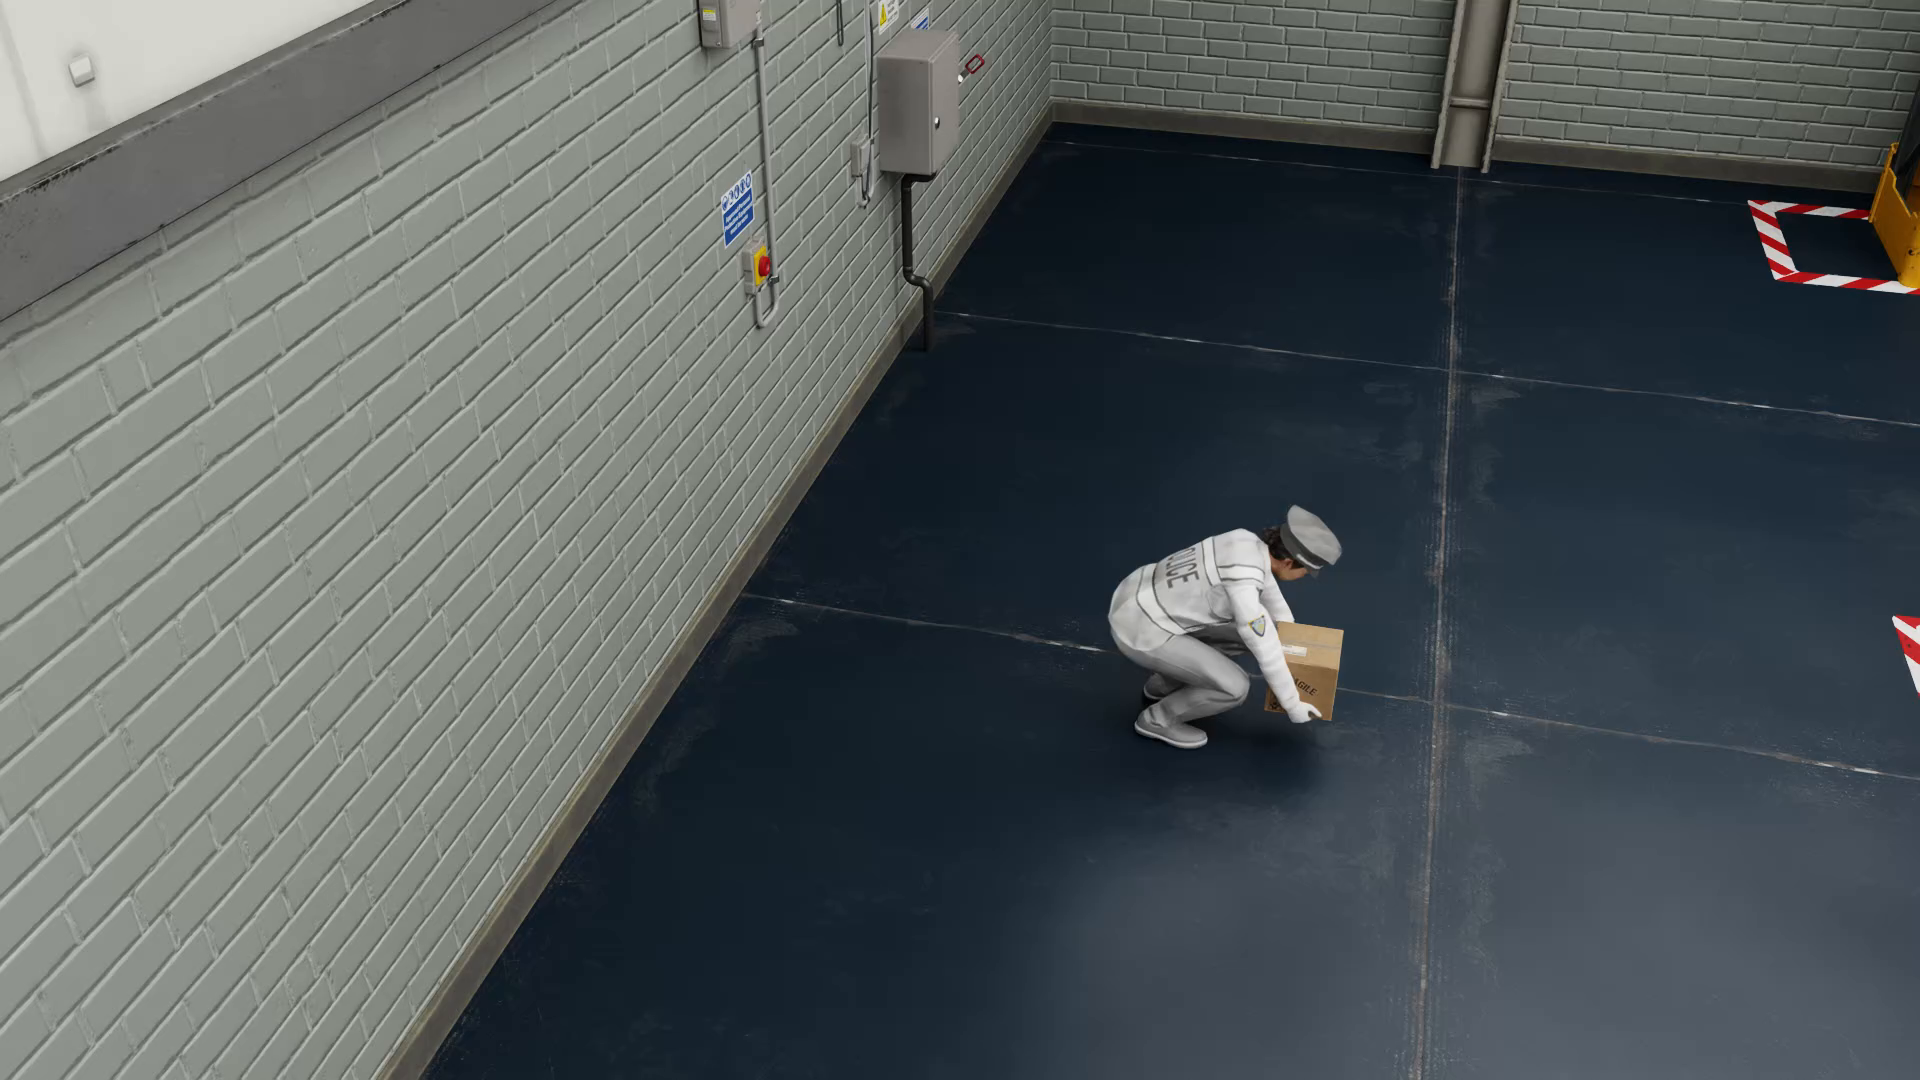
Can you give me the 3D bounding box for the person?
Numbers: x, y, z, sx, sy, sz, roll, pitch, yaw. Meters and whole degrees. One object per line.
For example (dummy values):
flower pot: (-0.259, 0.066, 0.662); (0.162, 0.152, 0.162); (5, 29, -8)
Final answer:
person: (0.987, 0.313, 6.296); (0.841, 0.982, 0.462); (7, 34, 11)
